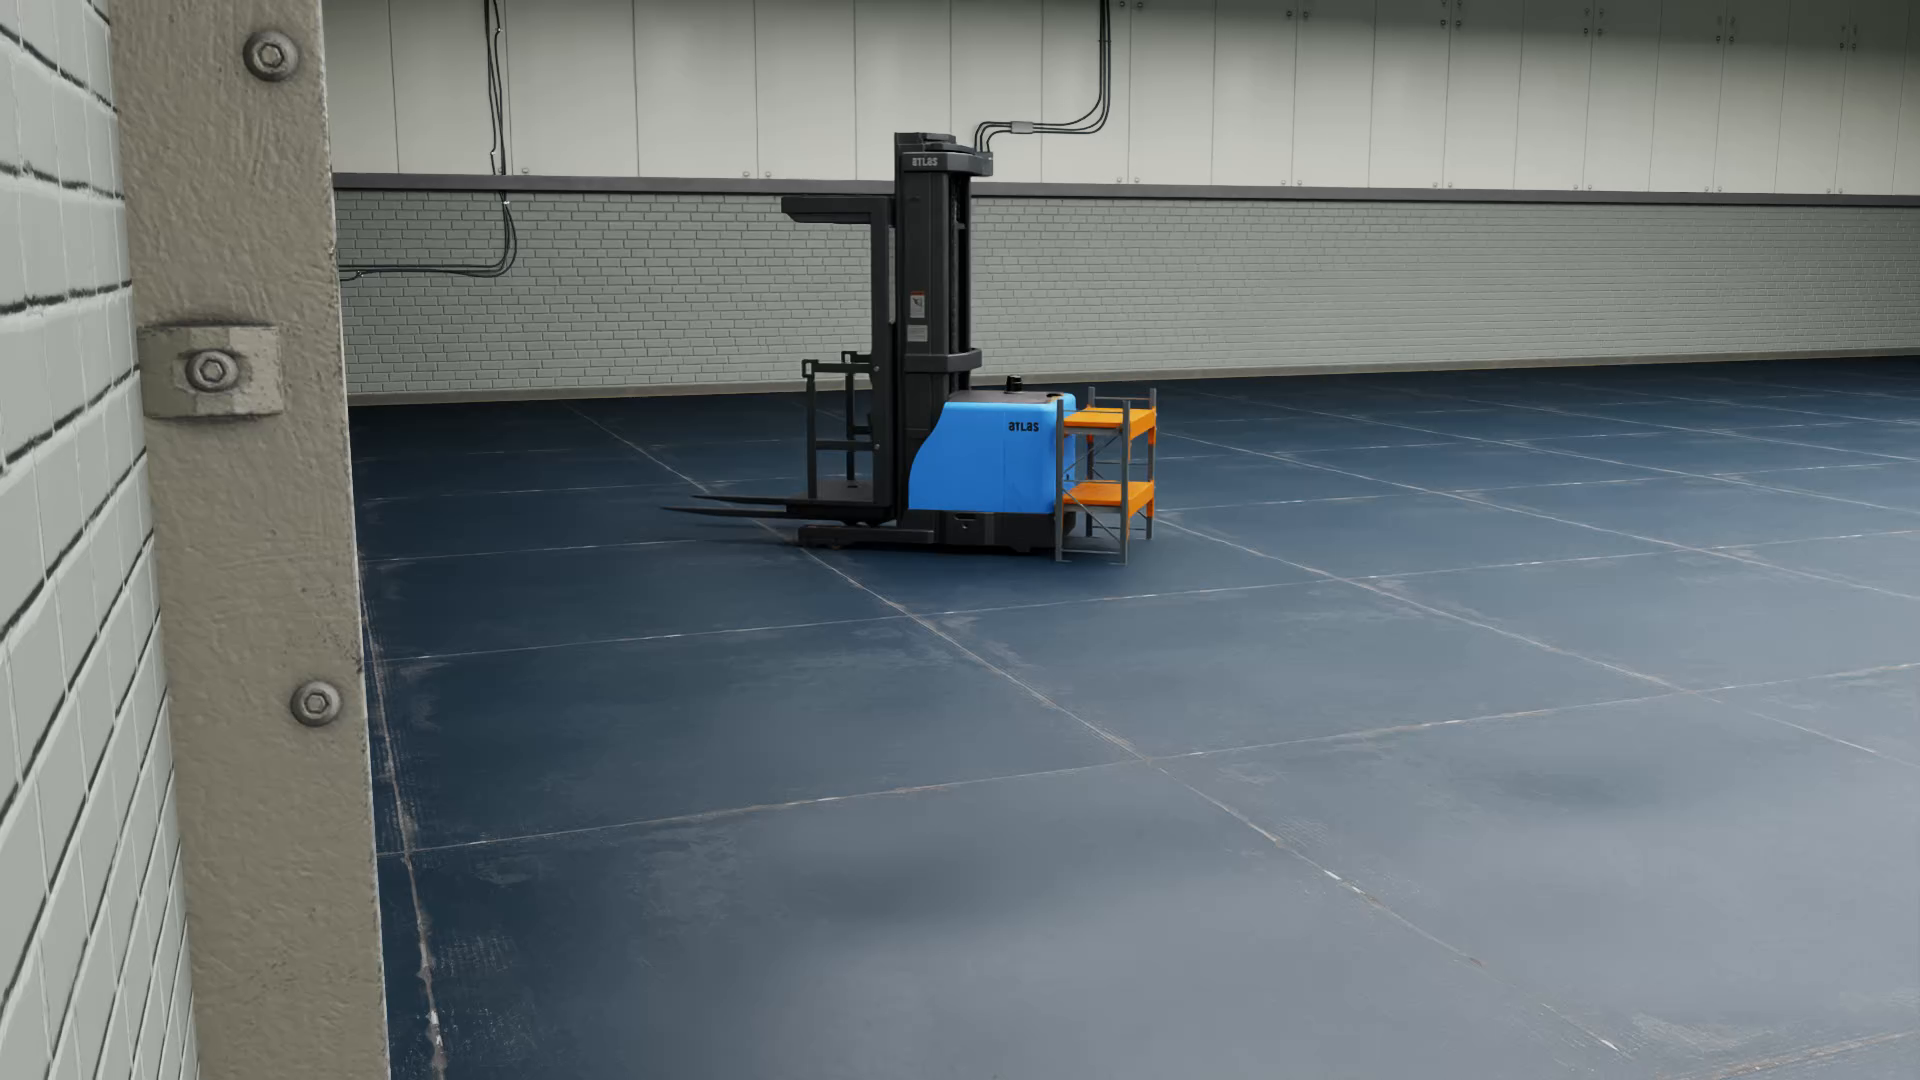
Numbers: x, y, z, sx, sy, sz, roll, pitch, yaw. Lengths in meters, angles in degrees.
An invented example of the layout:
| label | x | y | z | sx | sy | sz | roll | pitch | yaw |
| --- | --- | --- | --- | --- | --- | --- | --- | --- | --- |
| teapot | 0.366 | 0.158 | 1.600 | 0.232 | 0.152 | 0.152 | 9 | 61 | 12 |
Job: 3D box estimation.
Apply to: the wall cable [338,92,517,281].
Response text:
| label | x | y | z | sx | sy | sz | roll | pitch | yaw |
| --- | --- | --- | --- | --- | --- | --- | --- | --- | --- |
| wall cable | -7.569 | -4.765 | 22.339 | 3.097 | 2.526 | 0.112 | -4 | 11 | -21 |

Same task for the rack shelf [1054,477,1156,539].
| label | x | y | z | sx | sy | sz | roll | pitch | yaw |
| --- | --- | --- | --- | --- | --- | --- | --- | --- | --- |
| rack shelf | 1.047 | -0.240 | 11.905 | 0.538 | 0.278 | 1.000 | 3 | 11 | 16 |

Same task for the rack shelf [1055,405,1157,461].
| label | x | y | z | sx | sy | sz | roll | pitch | yaw |
| --- | --- | --- | --- | --- | --- | --- | --- | --- | --- |
| rack shelf | 1.049 | -0.768 | 11.810 | 0.538 | 0.278 | 1.000 | 3 | 11 | 16 |

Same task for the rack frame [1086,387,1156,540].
| label | x | y | z | sx | sy | sz | roll | pitch | yaw |
| --- | --- | --- | --- | --- | --- | --- | --- | --- | --- |
| rack frame | 1.192 | -0.566 | 12.342 | 0.500 | 1.125 | 0.032 | 3 | 11 | 16 |

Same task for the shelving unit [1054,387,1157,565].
| label | x | y | z | sx | sy | sz | roll | pitch | yaw |
| --- | --- | --- | --- | --- | --- | --- | --- | --- | --- |
| shelving unit | 1.048 | -0.480 | 11.862 | 0.538 | 1.125 | 1.048 | 3 | 11 | 16 |

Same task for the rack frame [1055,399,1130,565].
| label | x | y | z | sx | sy | sz | roll | pitch | yaw |
| --- | --- | --- | --- | --- | --- | --- | --- | --- | --- |
| rack frame | 0.904 | -0.395 | 11.382 | 0.500 | 1.125 | 0.032 | 3 | 11 | 16 |

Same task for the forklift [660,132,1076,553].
| label | x | y | z | sx | sy | sz | roll | pitch | yaw |
| --- | --- | --- | --- | --- | --- | --- | --- | --- | --- |
| forklift | -0.698 | -1.463 | 12.231 | 3.031 | 2.935 | 1.130 | 2 | 10 | 12 |

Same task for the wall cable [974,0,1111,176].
| label | x | y | z | sx | sy | sz | roll | pitch | yaw |
| --- | --- | --- | --- | --- | --- | --- | --- | --- | --- |
| wall cable | 1.285 | -8.568 | 25.142 | 2.305 | 6.003 | 0.169 | -4 | 11 | -21 |

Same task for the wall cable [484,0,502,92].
| label | x | y | z | sx | sy | sz | roll | pitch | yaw |
| --- | --- | --- | --- | --- | --- | --- | --- | --- | --- |
| wall cable | -5.048 | -7.424 | 22.862 | 3.097 | 2.526 | 0.112 | -4 | 11 | -21 |
